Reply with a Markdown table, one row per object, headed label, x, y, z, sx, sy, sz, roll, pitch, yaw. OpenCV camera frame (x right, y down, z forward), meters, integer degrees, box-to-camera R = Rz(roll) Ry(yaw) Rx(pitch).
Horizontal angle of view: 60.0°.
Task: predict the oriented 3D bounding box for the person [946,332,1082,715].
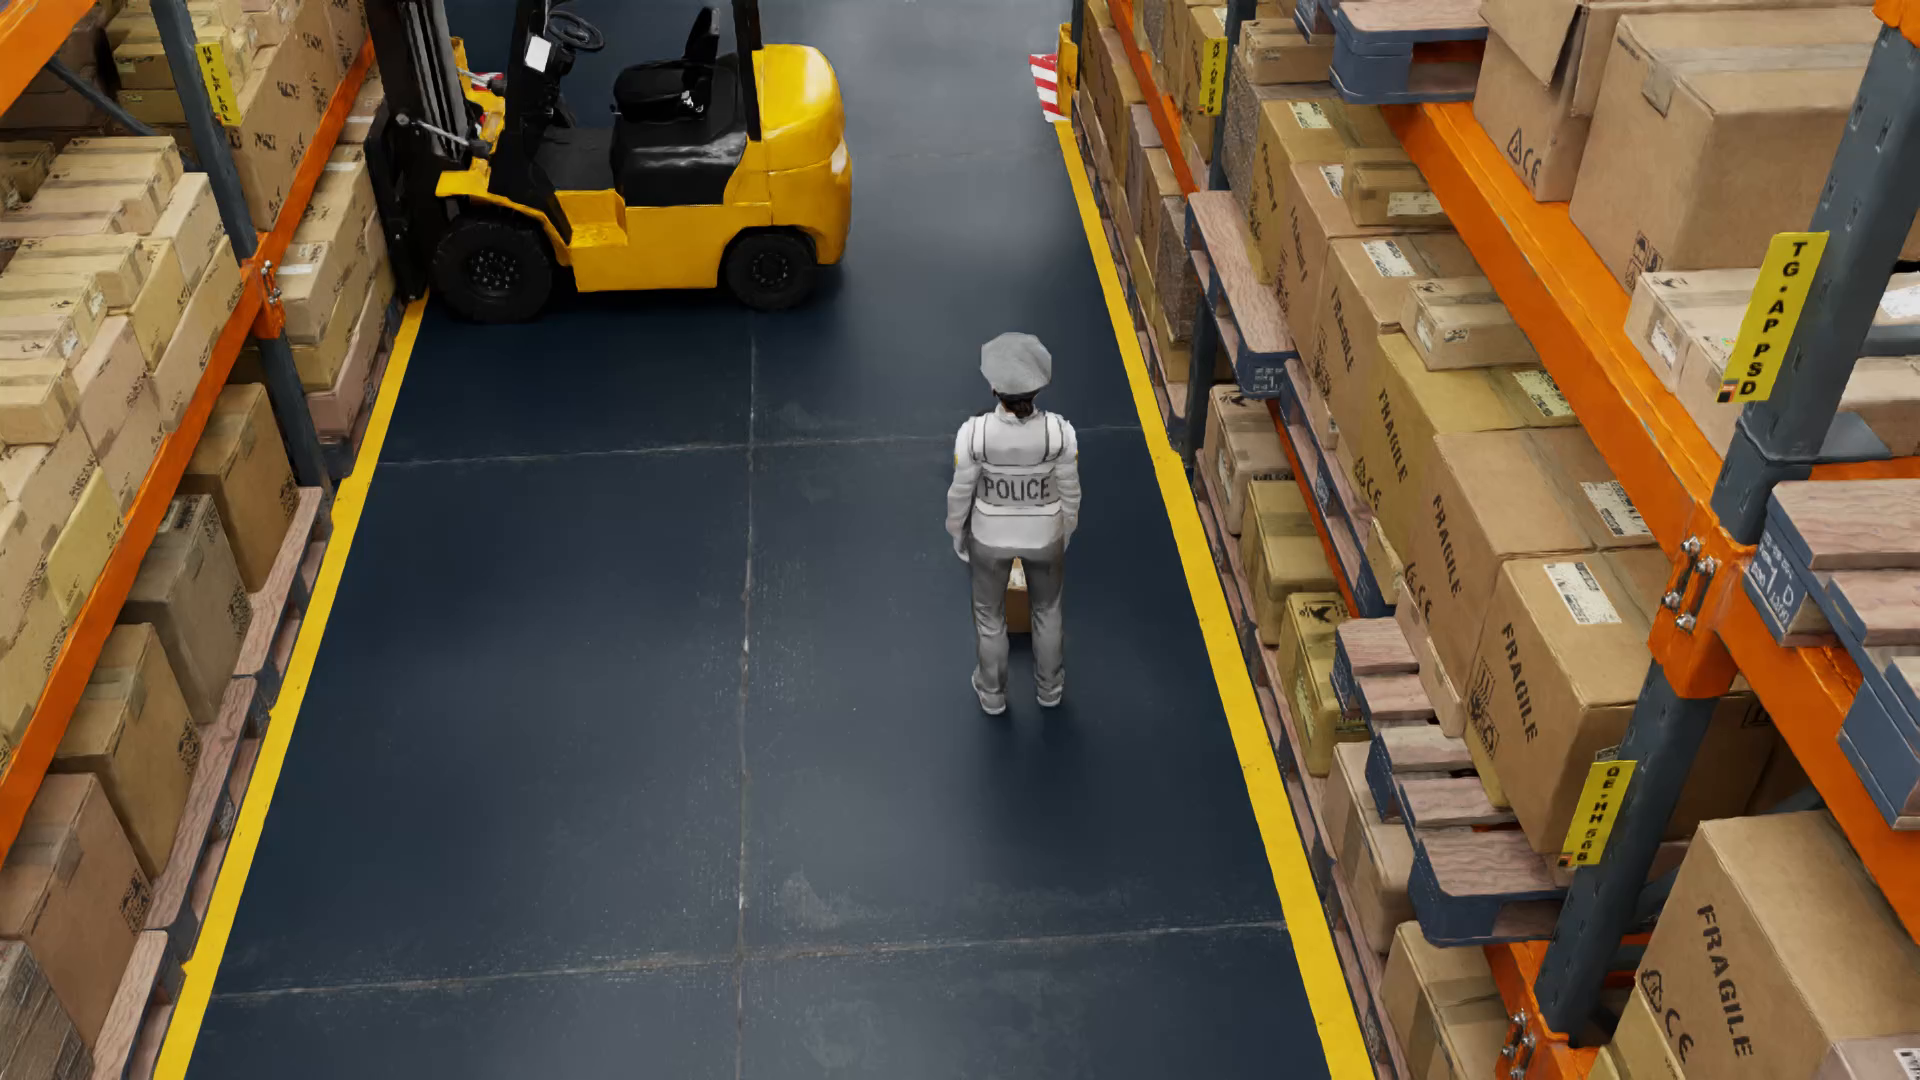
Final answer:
| label | x | y | z | sx | sy | sz | roll | pitch | yaw |
| --- | --- | --- | --- | --- | --- | --- | --- | --- | --- |
| person | 0.193 | -0.034 | 6.176 | 0.489 | 1.689 | 0.374 | -1 | 39 | -1 |
